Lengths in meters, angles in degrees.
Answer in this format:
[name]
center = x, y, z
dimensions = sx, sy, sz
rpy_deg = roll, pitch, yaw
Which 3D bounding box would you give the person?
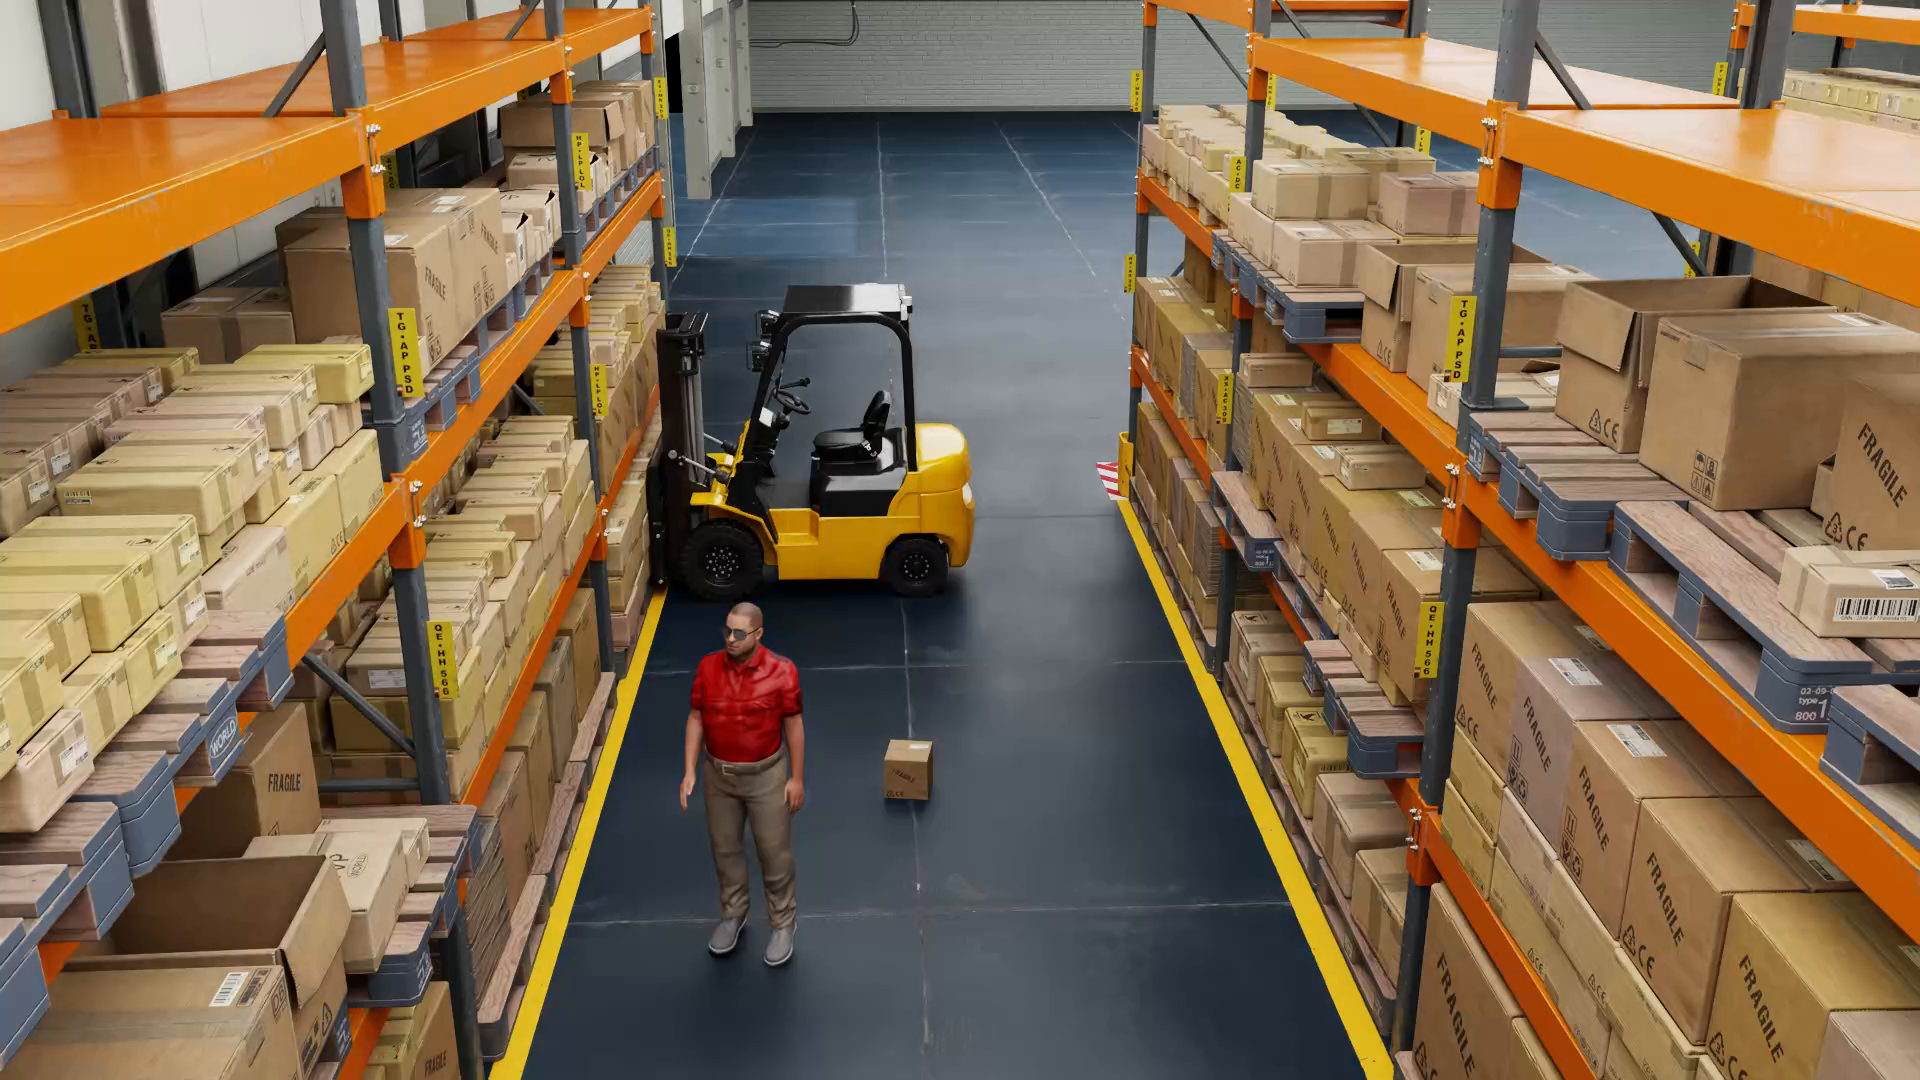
[person]
center = -1.031, 1.153, 7.925
dimensions = 0.571, 1.744, 0.432
rpy_deg = 5, 21, 12
